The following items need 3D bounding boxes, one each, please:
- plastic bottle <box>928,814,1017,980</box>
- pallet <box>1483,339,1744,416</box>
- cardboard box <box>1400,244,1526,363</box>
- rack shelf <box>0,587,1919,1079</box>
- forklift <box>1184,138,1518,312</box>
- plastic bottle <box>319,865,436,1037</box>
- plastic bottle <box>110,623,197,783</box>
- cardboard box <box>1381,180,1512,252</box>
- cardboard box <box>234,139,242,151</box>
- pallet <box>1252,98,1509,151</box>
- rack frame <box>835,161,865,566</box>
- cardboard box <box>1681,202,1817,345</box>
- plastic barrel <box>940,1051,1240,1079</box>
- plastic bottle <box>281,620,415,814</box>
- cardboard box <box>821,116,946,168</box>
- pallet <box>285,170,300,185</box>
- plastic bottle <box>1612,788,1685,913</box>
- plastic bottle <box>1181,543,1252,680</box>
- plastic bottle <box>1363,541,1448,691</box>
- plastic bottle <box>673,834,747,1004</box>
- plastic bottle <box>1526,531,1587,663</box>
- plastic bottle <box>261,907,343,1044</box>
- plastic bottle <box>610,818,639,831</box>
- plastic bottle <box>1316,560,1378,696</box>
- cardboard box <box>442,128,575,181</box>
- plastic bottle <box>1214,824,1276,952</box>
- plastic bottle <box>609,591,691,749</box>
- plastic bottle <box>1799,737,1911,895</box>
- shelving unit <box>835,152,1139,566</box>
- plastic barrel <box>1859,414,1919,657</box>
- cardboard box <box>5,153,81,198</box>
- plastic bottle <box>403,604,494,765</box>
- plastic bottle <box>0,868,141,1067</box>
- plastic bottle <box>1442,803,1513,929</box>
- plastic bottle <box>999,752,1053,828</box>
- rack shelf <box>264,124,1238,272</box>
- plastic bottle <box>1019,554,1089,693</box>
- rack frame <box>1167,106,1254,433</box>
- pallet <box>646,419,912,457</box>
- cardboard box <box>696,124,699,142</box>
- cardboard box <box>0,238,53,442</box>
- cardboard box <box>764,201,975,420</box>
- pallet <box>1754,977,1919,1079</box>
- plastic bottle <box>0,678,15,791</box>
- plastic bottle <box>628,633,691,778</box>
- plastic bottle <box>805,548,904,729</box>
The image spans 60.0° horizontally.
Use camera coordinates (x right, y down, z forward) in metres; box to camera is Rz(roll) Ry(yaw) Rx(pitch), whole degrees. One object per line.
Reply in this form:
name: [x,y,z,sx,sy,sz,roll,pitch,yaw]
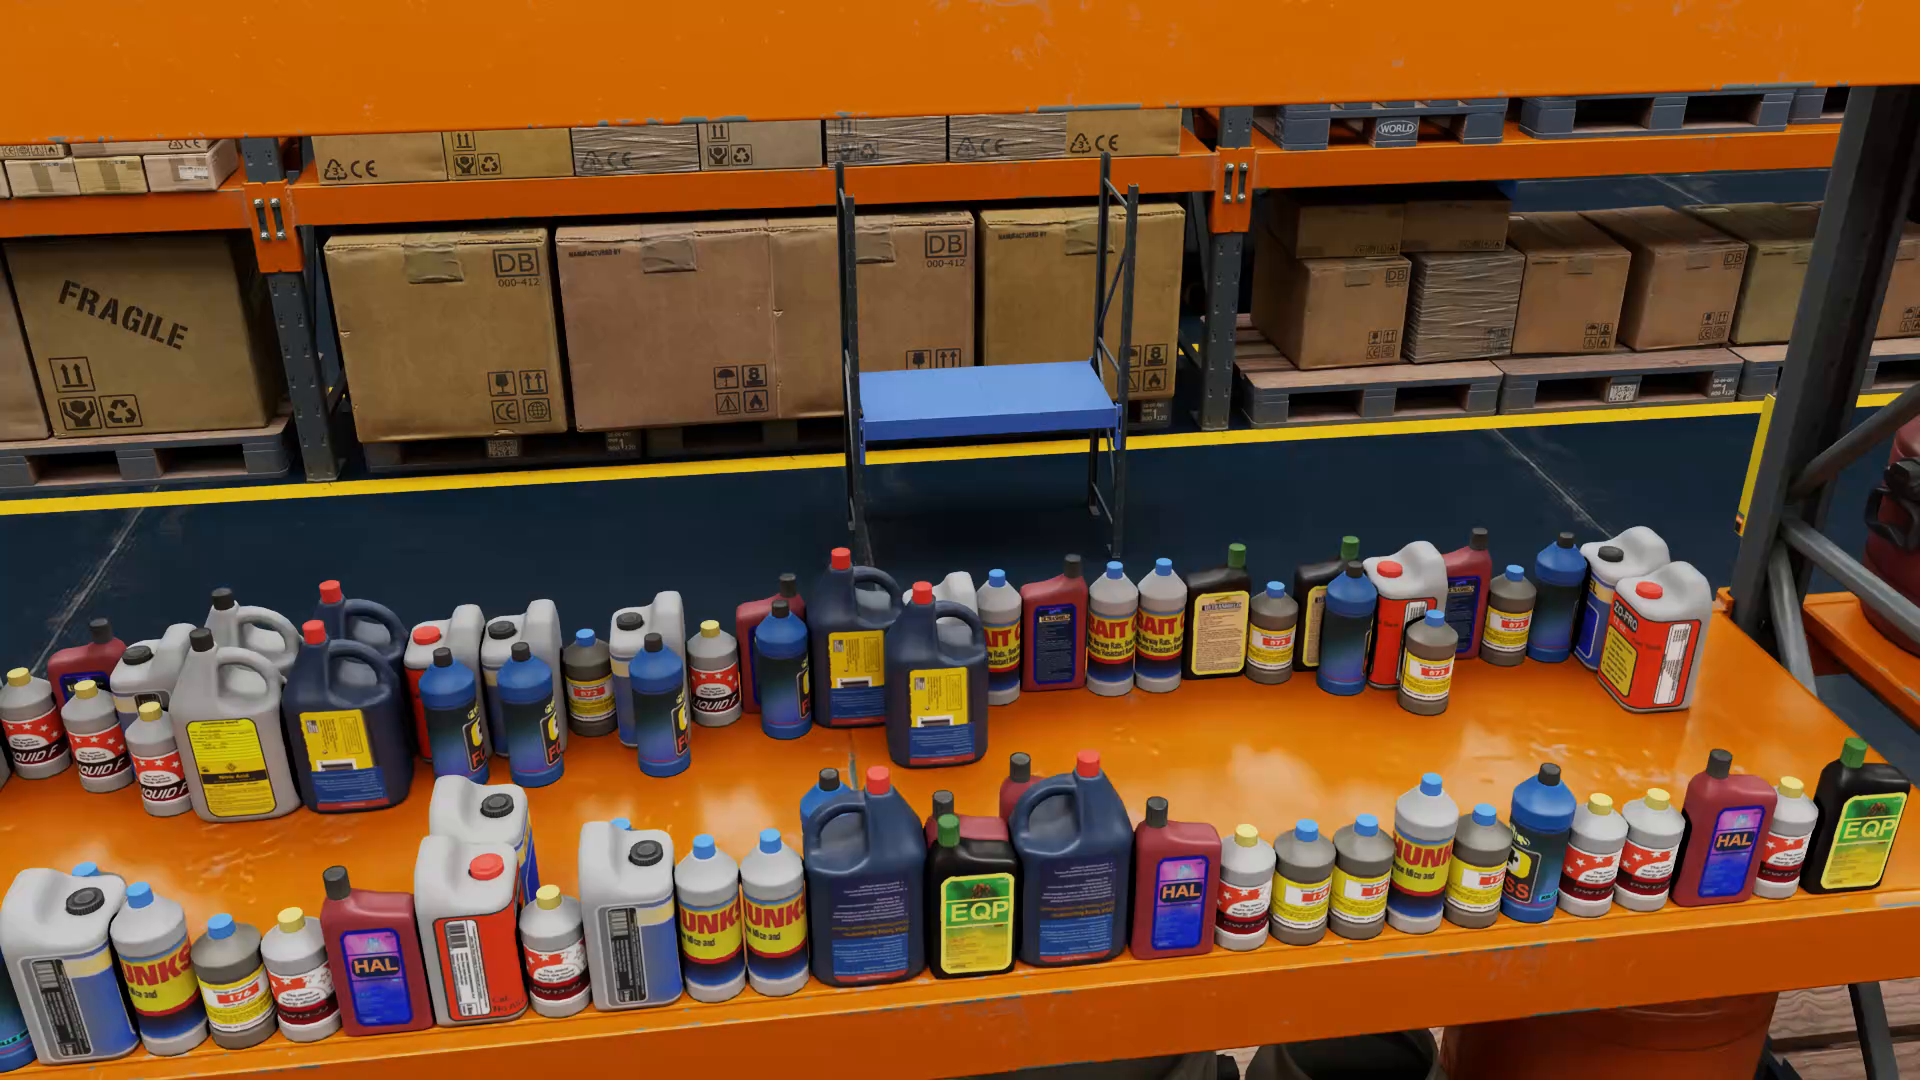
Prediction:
plastic bottle: [0.019,0.540,2.539,0.133,0.283,0.061,-4,27,-7]
pallet: [3.096,-0.947,8.364,1.213,0.211,1.003,-4,27,-7]
cardboard box: [2.325,-1.239,8.135,0.500,0.500,0.700,-6,28,-11]
rack shelf: [-0.174,0.624,3.036,4.000,0.370,1.077,-4,27,-7]
forklift: [1.542,-2.820,9.036,3.031,2.935,1.130,-3,27,-7]
plastic bottle: [-0.852,0.596,2.430,0.133,0.283,0.061,-4,27,-7]
plastic bottle: [-1.447,0.292,3.031,0.135,0.276,0.152,-4,27,-7]
cardboard box: [2.300,-1.574,7.967,0.500,0.250,0.500,-1,27,-1]
cardboard box: [-3.183,-1.828,7.302,0.250,0.149,0.380,-4,27,-7]
pallet: [1.808,-2.071,7.710,1.003,0.211,1.213,-4,27,-7]
rack frame: [-0.419,-0.640,6.355,0.032,1.500,0.500,-4,27,-7]
cardboard box: [3.992,-1.349,8.350,0.500,0.500,0.700,-4,27,-7]
plastic barrel: [0.206,1.173,3.359,0.708,0.588,0.600,-4,27,-7]
plastic bottle: [-1.086,0.300,2.934,0.185,0.351,0.144,-4,27,-7]
cardboard box: [-0.346,-1.900,7.058,0.500,0.500,0.500,-5,28,-9]
pallet: [-4.095,-2.757,11.893,1.213,0.211,1.003,-4,27,-7]
plastic bottle: [1.120,0.497,2.712,0.097,0.201,0.097,0,27,0]
plastic bottle: [0.508,0.142,3.315,0.133,0.283,0.061,-4,27,-7]
plastic bottle: [0.875,0.143,3.322,0.135,0.276,0.152,-4,27,-7]
plastic bottle: [-0.378,0.562,2.509,0.097,0.271,0.097,0,27,0]
plastic bottle: [1.215,0.110,3.390,0.097,0.271,0.097,0,27,0]
plastic bottle: [-0.969,0.632,2.451,0.097,0.201,0.097,0,27,0]
plastic bottle: [-0.532,0.533,2.642,0.097,0.201,0.097,0,27,0]
plastic bottle: [0.765,0.167,3.279,0.097,0.271,0.097,0,27,0]
cardboard box: [-1.856,-1.801,6.865,0.500,0.500,0.500,-4,27,-7]
plastic bottle: [0.446,0.541,2.628,0.097,0.201,0.097,0,27,0]
plastic bottle: [-0.585,0.236,3.139,0.135,0.276,0.152,-4,27,-7]
plastic bottle: [1.466,0.447,2.721,0.133,0.283,0.061,-4,27,-7]
shelving unit: [0.084,-0.673,6.418,1.048,1.500,0.538,-4,27,-7]
plastic barrel: [2.224,-0.050,3.413,0.708,0.536,0.600,-4,27,-7]
cardboard box: [-3.610,-1.496,6.655,0.250,0.149,0.380,-4,27,-8]
plastic bottle: [-0.948,0.260,3.094,0.135,0.276,0.152,-4,27,-7]
plastic bottle: [-1.280,0.606,2.420,0.135,0.276,0.152,-4,27,-7]
plastic bottle: [0.831,0.516,2.676,0.097,0.201,0.097,0,27,0]
plastic bottle: [0.131,0.466,2.683,0.133,0.283,0.061,-4,27,-7]
rack shelf: [-0.864,-1.615,7.400,4.000,0.370,1.077,-4,27,-7]
plastic bottle: [0.183,0.163,3.275,0.133,0.283,0.061,-4,27,-7]
rack frame: [1.117,-2.062,7.484,0.127,3.000,1.000,-4,27,-7]
pallet: [-0.880,-0.730,7.941,1.213,0.211,1.003,-4,27,-7]
cardboard box: [-1.412,-2.070,7.390,0.500,0.500,0.500,-4,27,-8]
cardboard box: [-4.400,-0.986,7.254,0.875,0.875,0.875,-4,27,-7]
cardboard box: [-0.453,-1.216,7.702,0.875,0.875,1.225,-4,27,-7]
pallet: [2.579,1.386,3.818,1.213,0.211,1.003,-4,27,-7]
plastic bottle: [-1.809,0.315,2.986,0.135,0.276,0.152,-4,27,-7]
plastic bottle: [-0.549,0.294,3.033,0.097,0.271,0.097,0,27,0]
plastic bottle: [-0.199,0.177,3.174,0.185,0.351,0.144,-4,27,-7]
